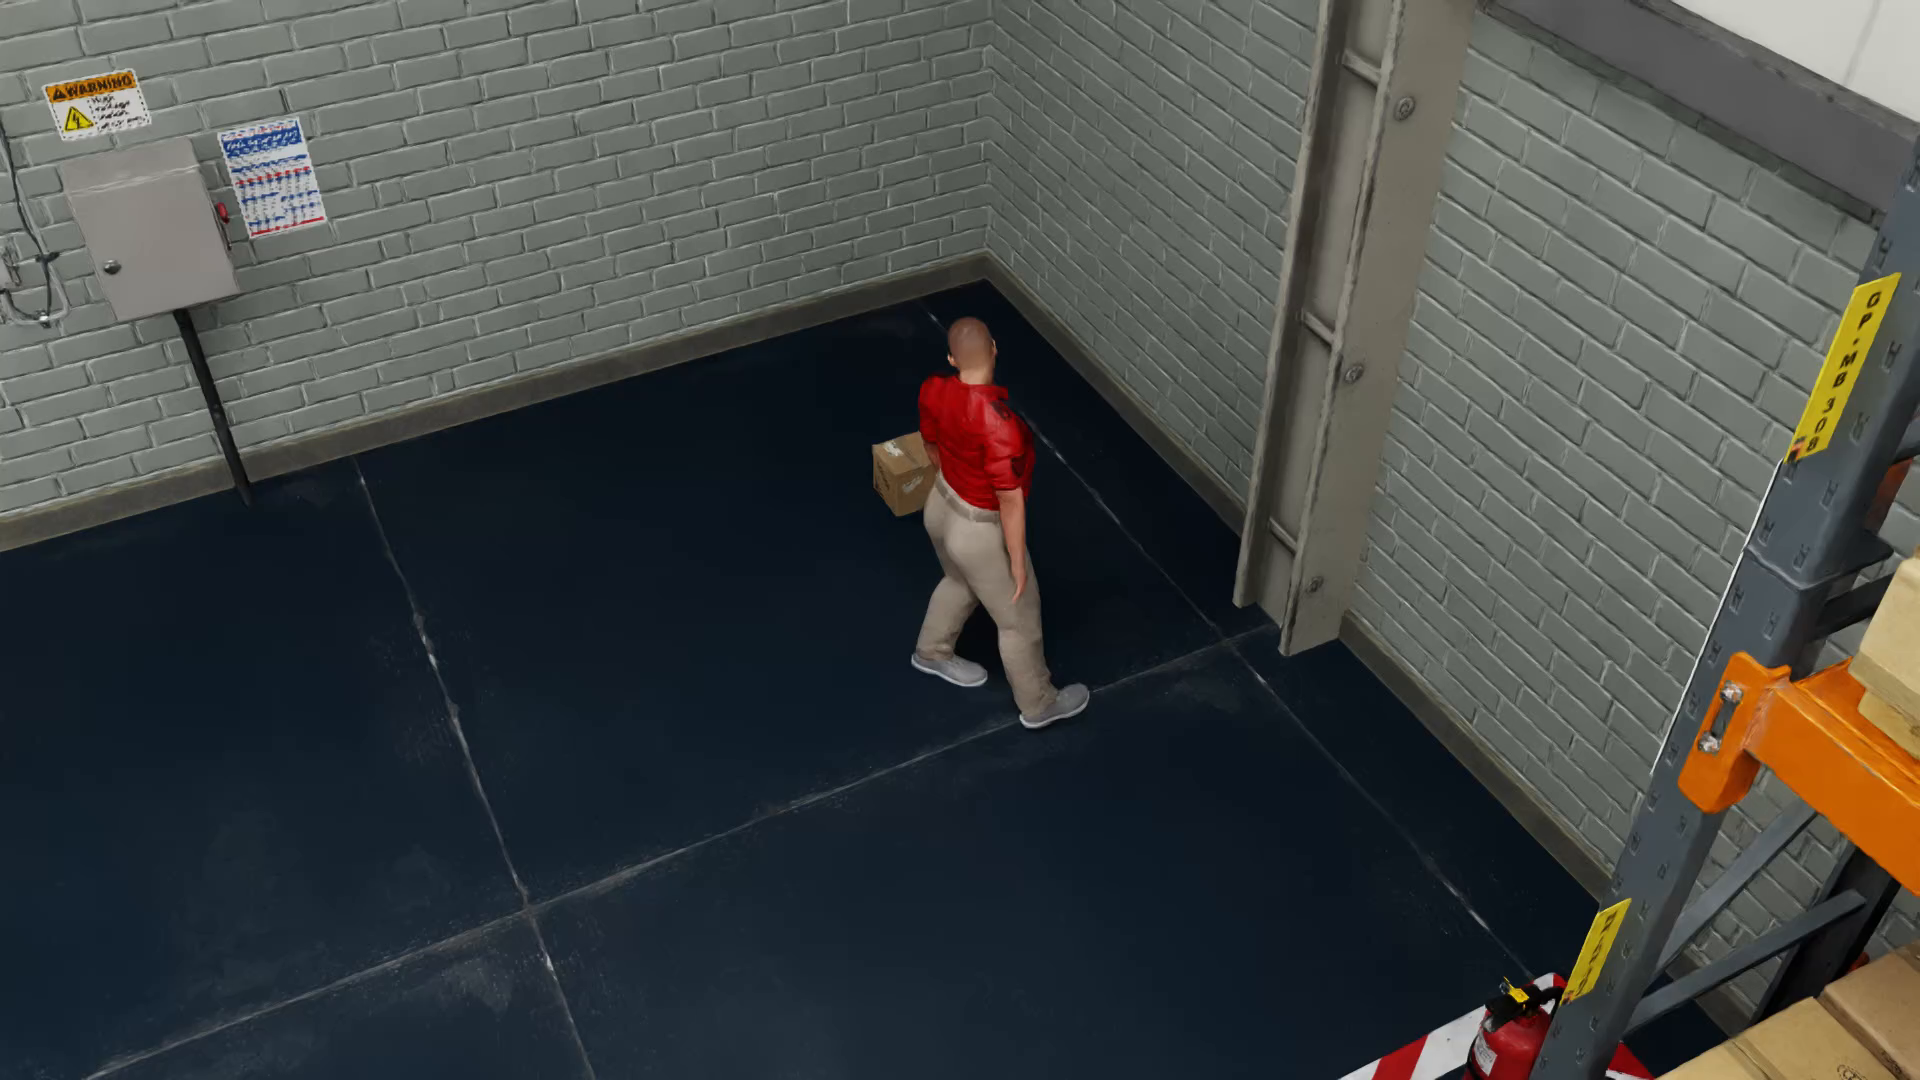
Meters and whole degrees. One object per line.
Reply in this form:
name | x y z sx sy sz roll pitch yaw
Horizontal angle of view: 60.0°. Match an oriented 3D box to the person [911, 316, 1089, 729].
person | 0.158 -0.056 6.267 0.555 1.716 0.661 -19 44 -20
